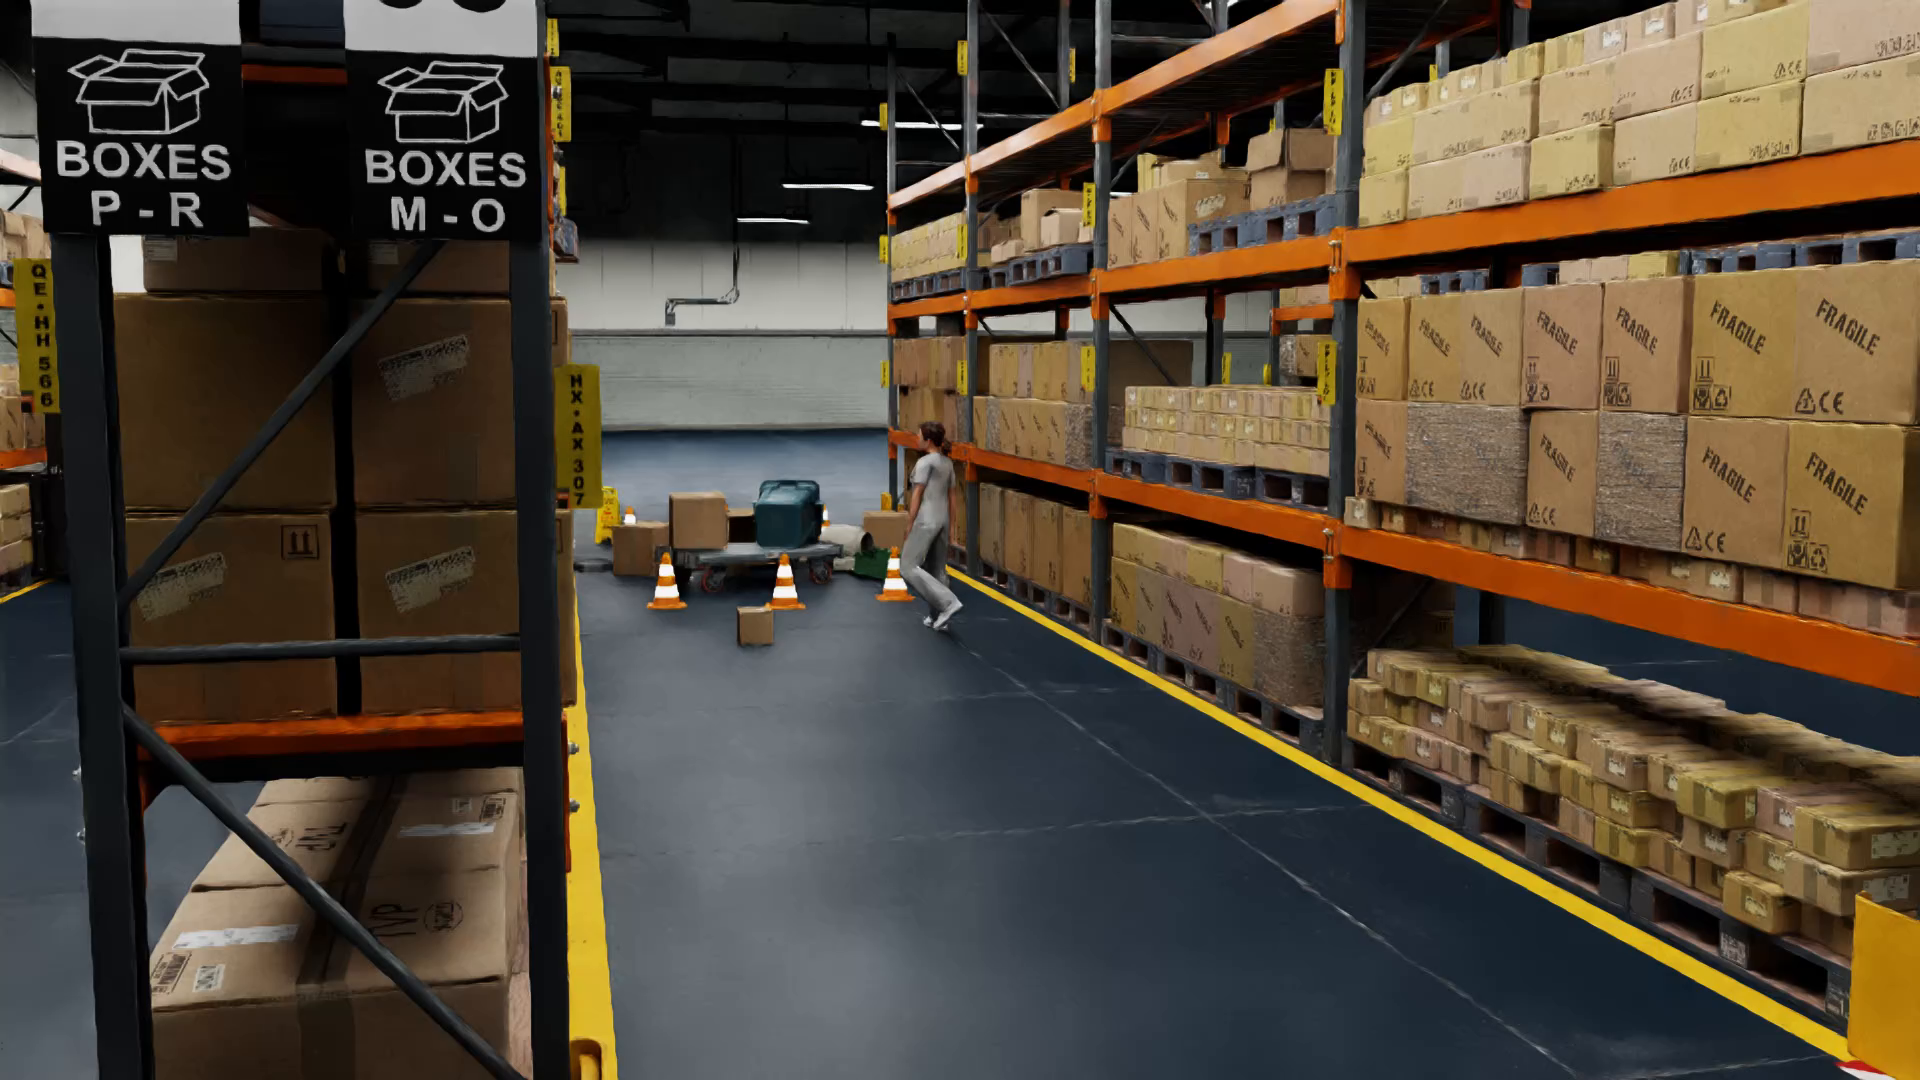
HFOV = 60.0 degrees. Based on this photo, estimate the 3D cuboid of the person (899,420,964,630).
[{"bbox_3d":[-0.168,-0.101,12.931,0.585,1.665,0.602,4,7,31],"label":"person"}]
